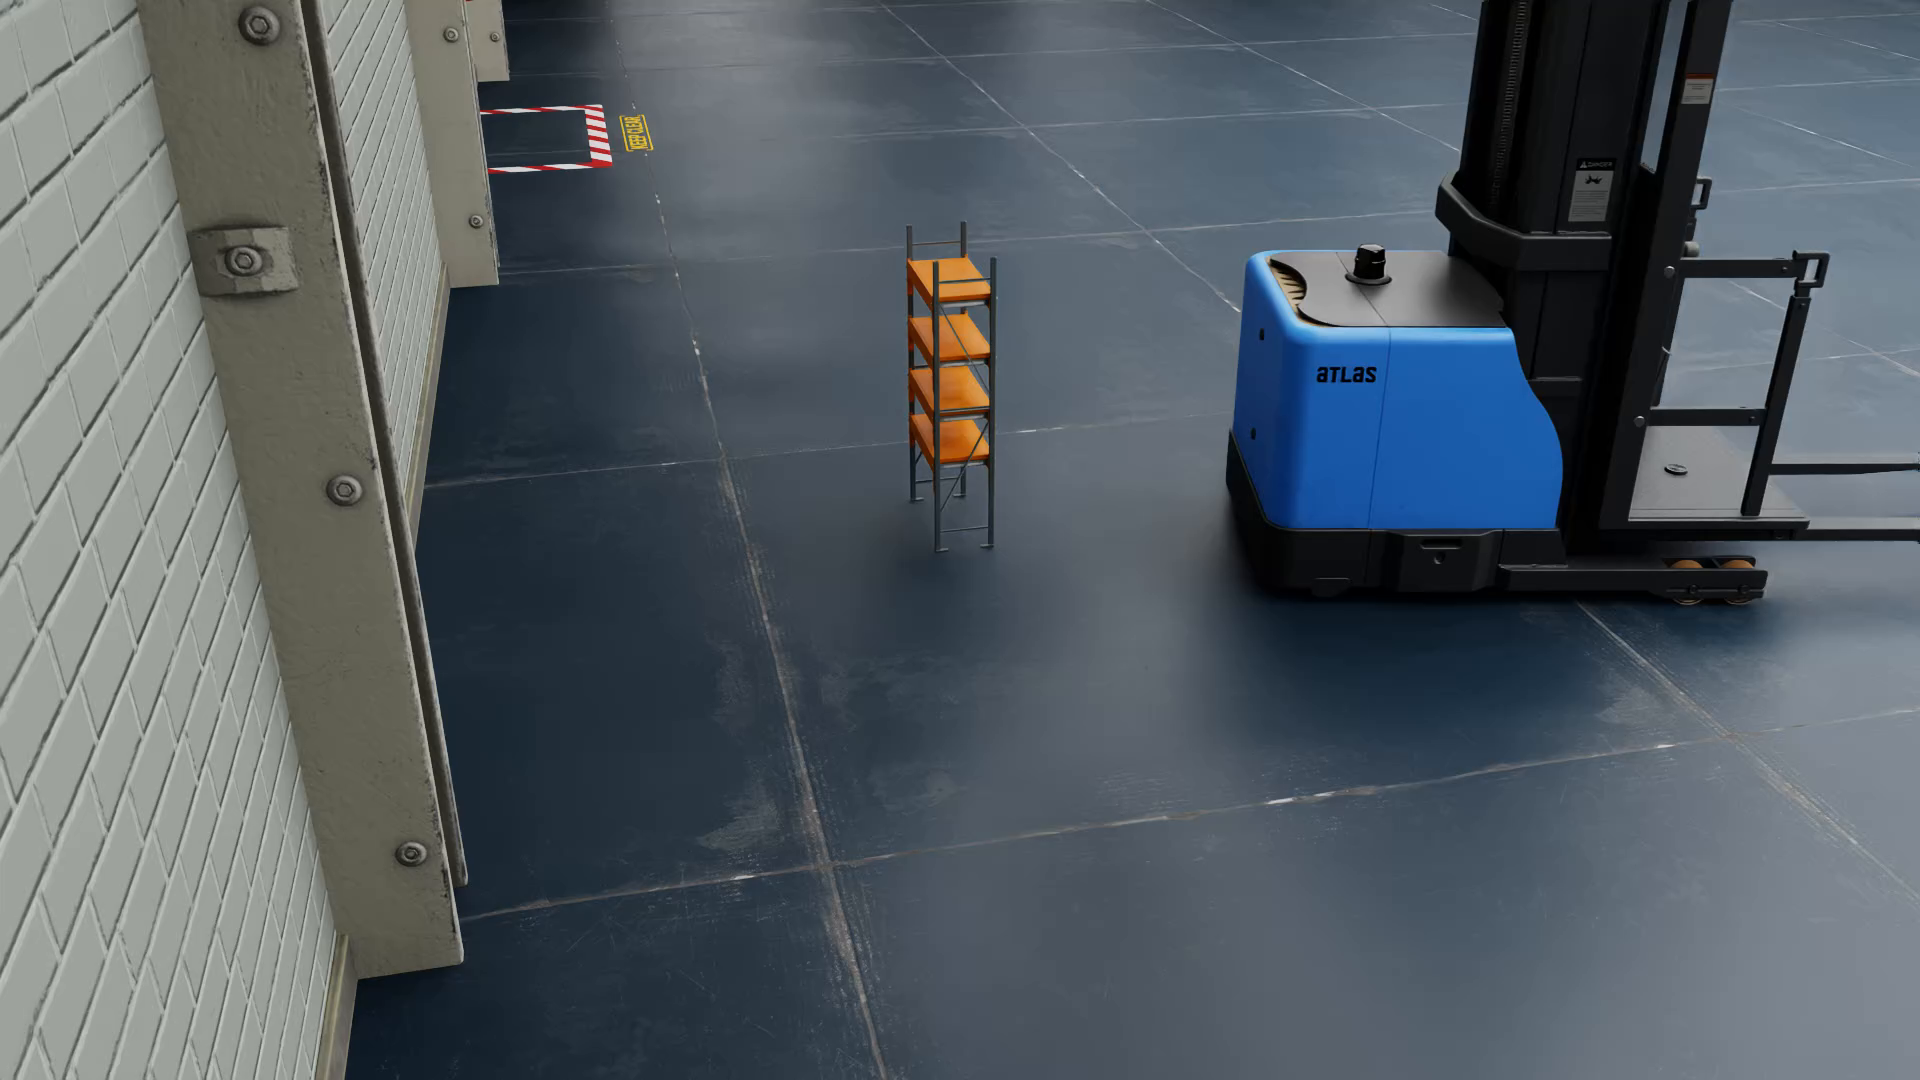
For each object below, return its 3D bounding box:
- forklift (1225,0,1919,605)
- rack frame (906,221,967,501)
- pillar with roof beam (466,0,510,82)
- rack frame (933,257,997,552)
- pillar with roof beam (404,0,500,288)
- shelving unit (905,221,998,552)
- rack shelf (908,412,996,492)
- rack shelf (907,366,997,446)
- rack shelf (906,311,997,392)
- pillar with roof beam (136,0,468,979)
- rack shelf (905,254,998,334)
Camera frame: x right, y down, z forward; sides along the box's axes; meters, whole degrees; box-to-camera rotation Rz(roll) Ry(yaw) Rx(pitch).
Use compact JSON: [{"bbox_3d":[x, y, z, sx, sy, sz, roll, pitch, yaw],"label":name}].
[{"bbox_3d":[2.647,-1.304,6.080,3.031,2.935,1.130,0,27,0],"label":"forklift"},{"bbox_3d":[-0.092,-0.715,6.836,0.240,1.200,0.015,-6,27,-12],"label":"rack frame"},{"bbox_3d":[-0.047,-8.651,13.903,9.100,9.000,0.400,-6,27,-12],"label":"pillar with roof beam"},{"bbox_3d":[0.018,-0.501,6.411,0.240,1.200,0.015,-6,27,-12],"label":"rack frame"},{"bbox_3d":[1.305,-6.017,8.685,9.100,9.000,0.400,-6,27,-12],"label":"pillar with roof beam"},{"bbox_3d":[-0.037,-0.608,6.624,0.258,1.200,0.503,-6,27,-12],"label":"shelving unit"},{"bbox_3d":[-0.037,-0.371,6.743,0.258,0.148,0.480,-6,27,-12],"label":"rack shelf"},{"bbox_3d":[-0.037,-0.548,6.654,0.258,0.148,0.480,-6,27,-12],"label":"rack shelf"},{"bbox_3d":[-0.037,-0.748,6.553,0.258,0.148,0.480,-6,27,-12],"label":"rack shelf"},{"bbox_3d":[2.658,-3.383,3.466,9.100,9.000,0.400,-6,27,-12],"label":"pillar with roof beam"},{"bbox_3d":[-0.037,-0.959,6.447,0.258,0.148,0.480,-6,27,-12],"label":"rack shelf"}]
